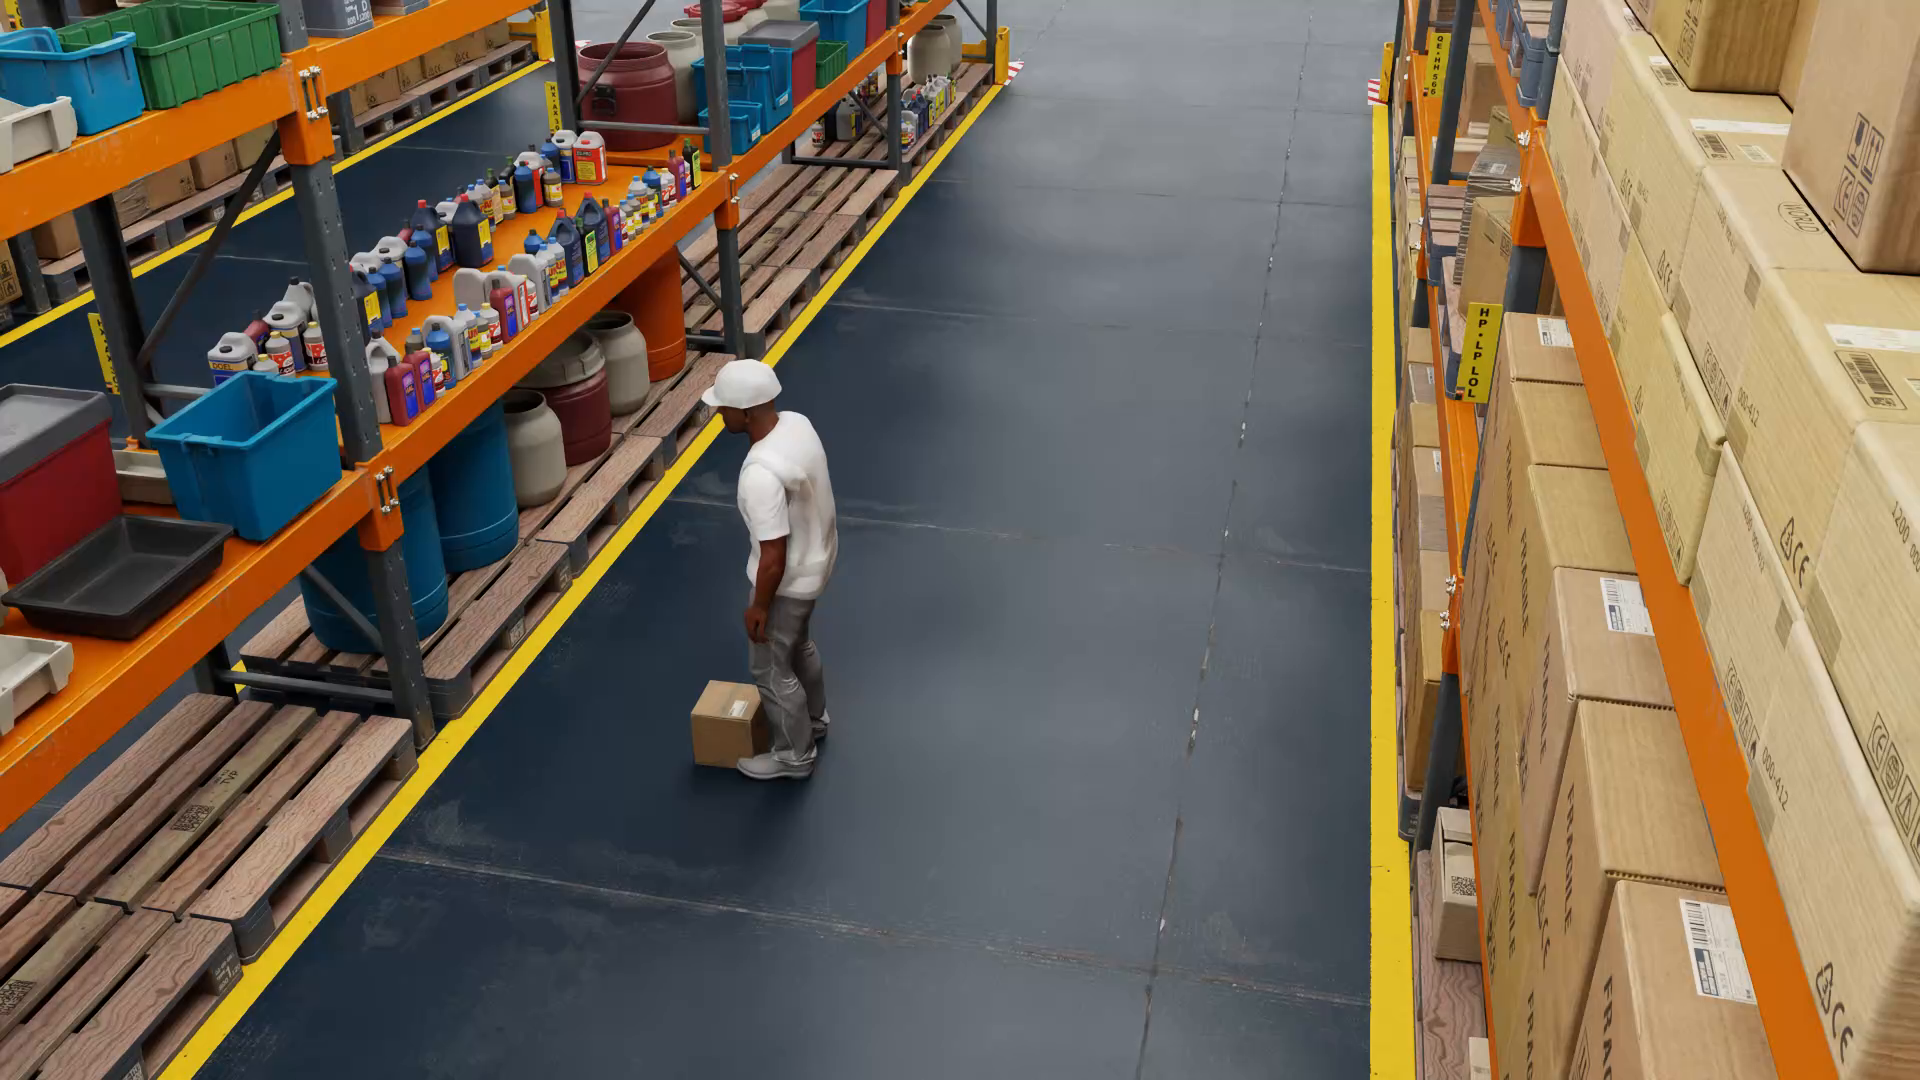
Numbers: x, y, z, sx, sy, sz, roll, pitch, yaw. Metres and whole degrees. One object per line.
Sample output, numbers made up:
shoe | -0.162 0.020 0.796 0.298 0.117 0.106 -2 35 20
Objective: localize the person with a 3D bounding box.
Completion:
person | -0.704 0.117 6.393 0.460 1.759 0.629 4 29 8
